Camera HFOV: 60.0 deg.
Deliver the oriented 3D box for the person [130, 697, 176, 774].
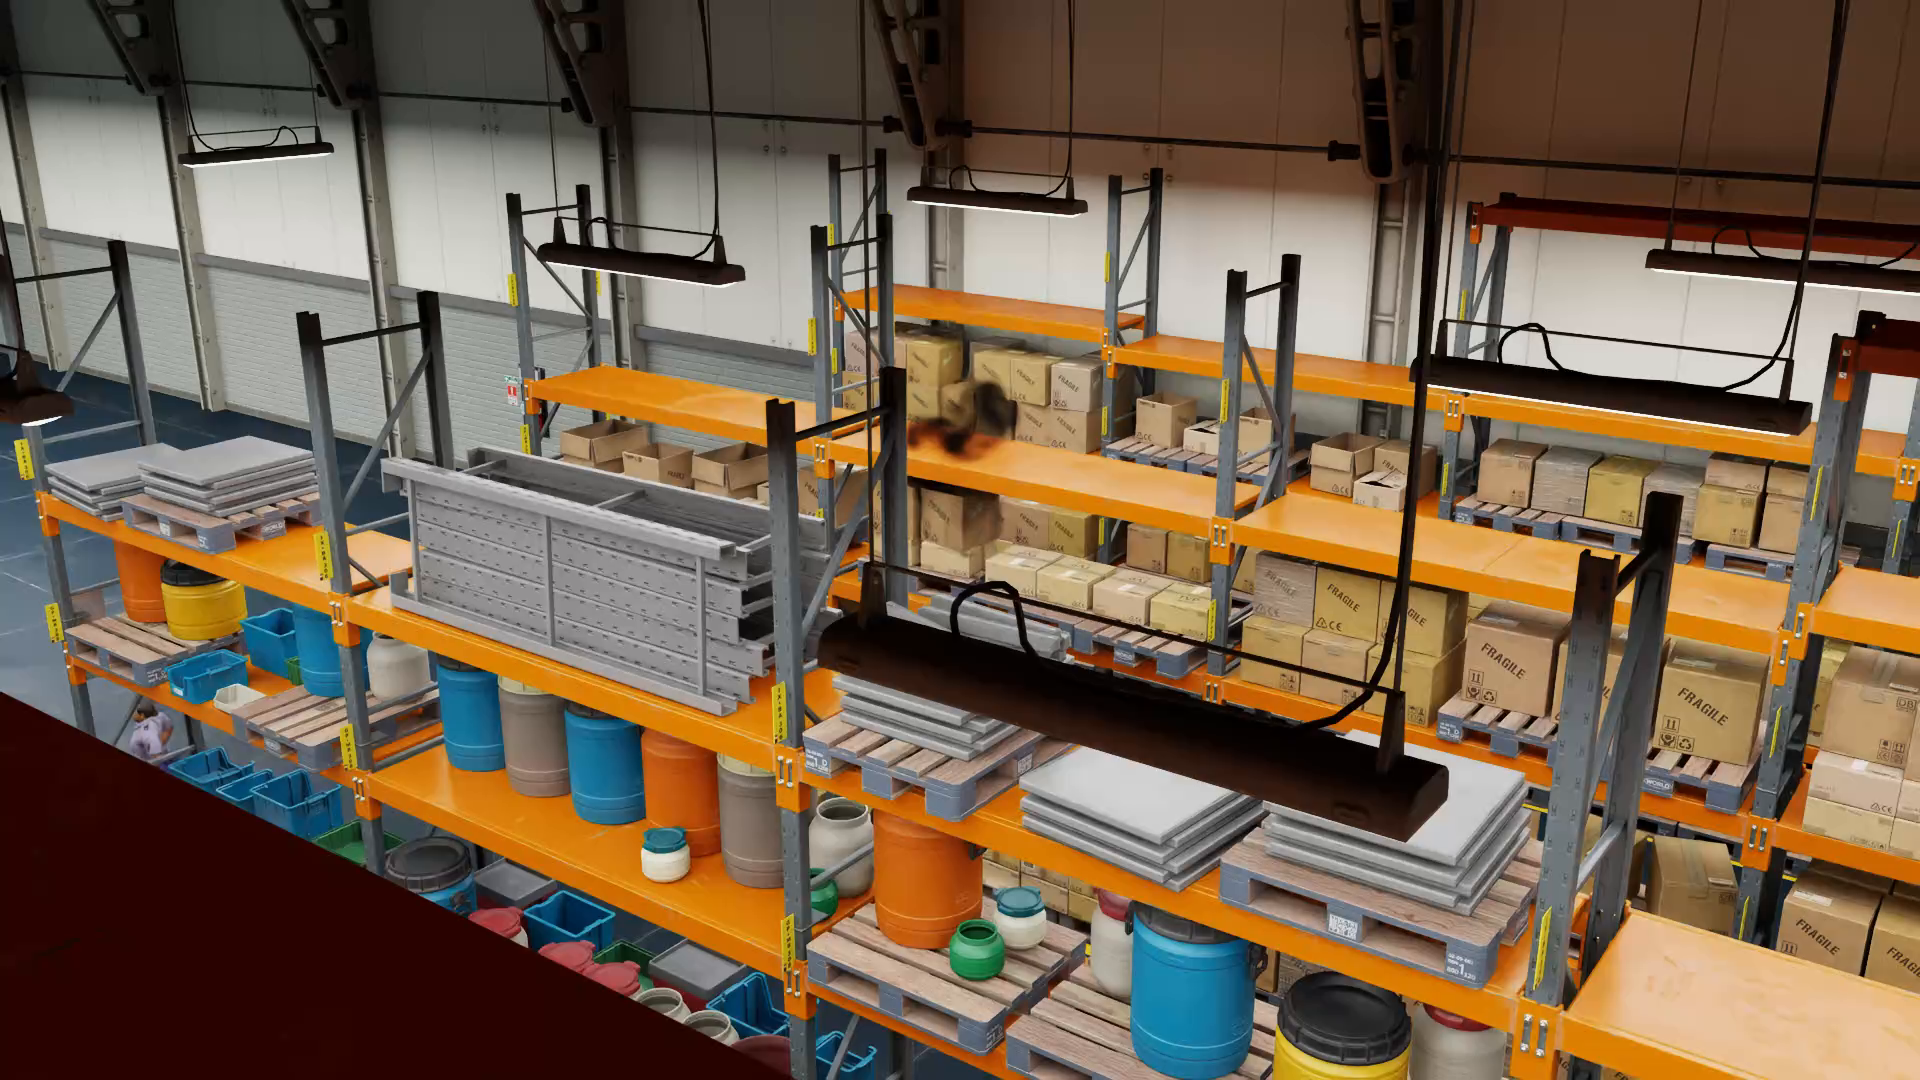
[{"bbox_3d":[-7.702,2.230,15.958,0.527,1.598,0.627,-6,19,-17],"label":"person"}]
